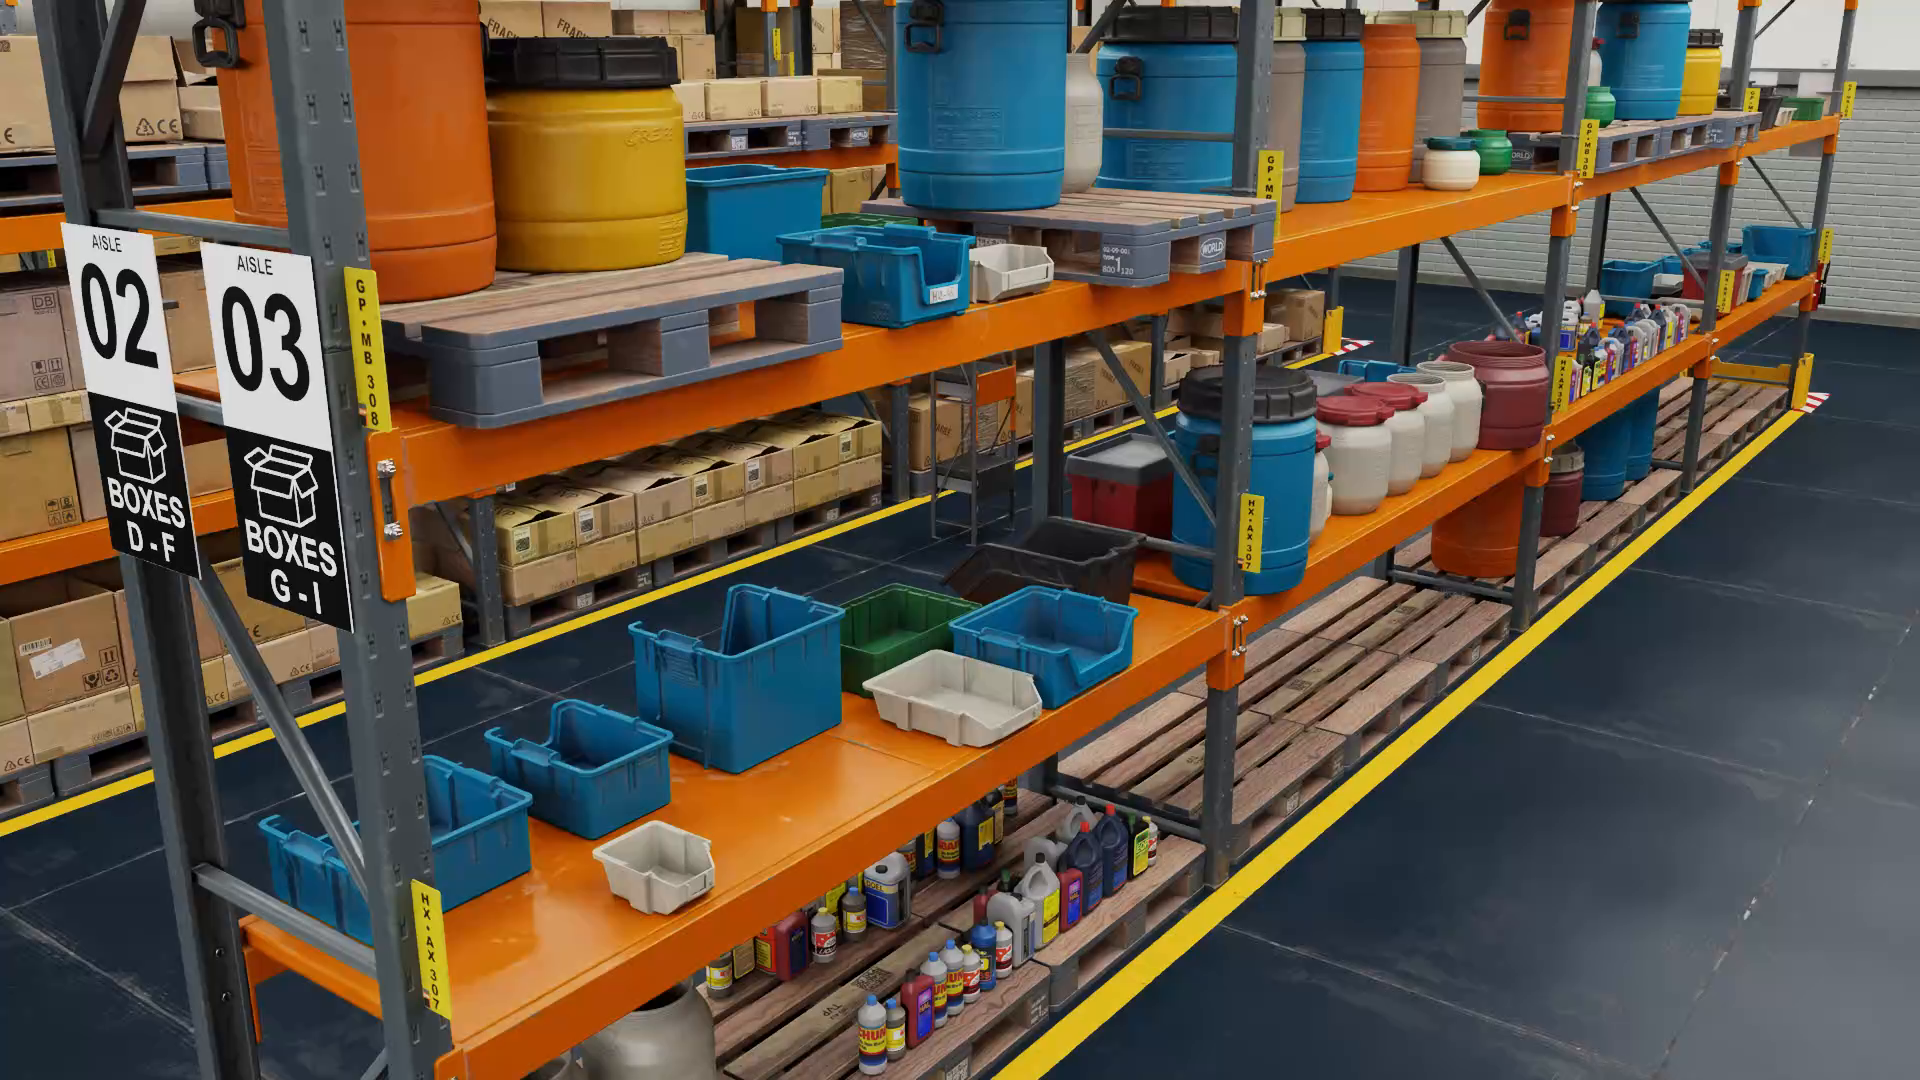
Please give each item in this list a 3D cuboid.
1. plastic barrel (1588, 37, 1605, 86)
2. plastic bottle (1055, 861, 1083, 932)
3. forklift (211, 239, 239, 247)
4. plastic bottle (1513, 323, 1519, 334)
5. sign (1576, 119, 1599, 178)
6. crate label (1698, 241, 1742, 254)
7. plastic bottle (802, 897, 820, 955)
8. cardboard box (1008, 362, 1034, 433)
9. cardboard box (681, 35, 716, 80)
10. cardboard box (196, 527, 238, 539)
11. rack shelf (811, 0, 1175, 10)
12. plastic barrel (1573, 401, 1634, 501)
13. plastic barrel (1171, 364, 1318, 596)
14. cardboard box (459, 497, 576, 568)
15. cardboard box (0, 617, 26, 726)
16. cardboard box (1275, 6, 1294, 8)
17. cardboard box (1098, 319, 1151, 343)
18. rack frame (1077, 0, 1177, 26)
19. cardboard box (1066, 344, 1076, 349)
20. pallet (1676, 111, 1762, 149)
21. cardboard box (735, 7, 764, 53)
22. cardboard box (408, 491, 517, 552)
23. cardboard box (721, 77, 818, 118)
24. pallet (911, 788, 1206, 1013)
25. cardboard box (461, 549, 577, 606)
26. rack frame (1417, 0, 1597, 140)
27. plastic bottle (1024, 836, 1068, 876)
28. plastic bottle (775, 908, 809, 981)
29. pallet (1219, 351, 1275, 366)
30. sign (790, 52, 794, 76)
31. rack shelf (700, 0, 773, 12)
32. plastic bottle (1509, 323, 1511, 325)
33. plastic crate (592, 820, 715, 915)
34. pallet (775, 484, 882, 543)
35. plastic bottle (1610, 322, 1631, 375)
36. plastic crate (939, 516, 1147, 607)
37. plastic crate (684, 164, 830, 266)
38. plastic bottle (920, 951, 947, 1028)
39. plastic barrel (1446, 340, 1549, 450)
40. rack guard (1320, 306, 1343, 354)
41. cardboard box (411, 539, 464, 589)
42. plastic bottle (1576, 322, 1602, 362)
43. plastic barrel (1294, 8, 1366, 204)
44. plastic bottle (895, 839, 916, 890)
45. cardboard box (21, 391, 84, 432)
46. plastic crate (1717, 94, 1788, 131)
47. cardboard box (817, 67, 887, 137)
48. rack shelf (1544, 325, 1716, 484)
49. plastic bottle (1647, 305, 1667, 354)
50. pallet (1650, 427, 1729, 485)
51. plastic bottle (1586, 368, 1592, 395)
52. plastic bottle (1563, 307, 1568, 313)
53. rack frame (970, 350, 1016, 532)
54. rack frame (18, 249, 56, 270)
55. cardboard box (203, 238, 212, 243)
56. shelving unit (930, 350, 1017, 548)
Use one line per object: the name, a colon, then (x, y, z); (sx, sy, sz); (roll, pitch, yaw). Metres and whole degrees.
plastic barrel: (4.074, -3.095, 11.157); (0.433, 0.535, 0.433); (0, 17, 0)
plastic bottle: (0.425, 1.388, 6.555); (0.061, 0.283, 0.133); (14, 22, 38)
forklift: (-4.481, -1.497, 12.121); (1.130, 2.935, 3.031); (9, 19, 27)
plastic bottle: (3.956, -1.401, 11.895); (0.061, 0.283, 0.133); (12, 21, 35)
sign: (3.584, -2.235, 9.502); (0.100, 0.325, 0.005); (12, 21, 35)
crate label: (7.493, -2.802, 16.388); (0.416, 0.233, 0.303); (12, 21, 35)
plastic bottle: (-0.631, 1.445, 6.384); (0.152, 0.276, 0.135); (12, 21, 33)
cardboard box: (0.580, -1.268, 14.742); (0.500, 0.500, 0.500); (12, 21, 33)
cardboard box: (-3.047, -5.152, 17.807); (0.700, 0.500, 0.500); (11, 20, 32)
cardboard box: (-4.344, 0.176, 9.282); (0.500, 0.500, 0.500); (12, 21, 35)
rack shelf: (0.354, -4.631, 13.870); (1.077, 0.370, 4.000); (12, 21, 35)
plastic barrel: (4.762, -0.804, 12.605); (0.600, 0.901, 0.708); (12, 21, 35)
plastic barrel: (1.228, -0.273, 7.220); (0.600, 0.901, 0.708); (12, 21, 35)
cardboard box: (-2.775, -0.081, 10.430); (0.500, 0.311, 0.500); (13, 21, 35)
cardboard box: (-4.810, 0.628, 7.828); (0.500, 0.500, 0.500); (12, 21, 35)
cardboard box: (3.058, -5.320, 17.405); (0.700, 0.500, 0.500); (12, 21, 35)
cardboard box: (1.657, -1.979, 17.032); (0.500, 0.500, 0.500); (12, 21, 35)
rack frame: (1.546, -5.642, 15.238); (1.000, 3.000, 0.127); (12, 21, 35)
cardboard box: (0.753, -1.592, 15.786); (0.500, 0.500, 0.500); (13, 21, 35)
pallet: (5.133, -3.039, 12.233); (1.213, 0.211, 1.003); (12, 21, 35)
cardboard box: (-2.206, -5.826, 19.002); (0.500, 0.500, 0.500); (12, 21, 34)
cardboard box: (-3.210, -0.174, 10.728); (0.500, 0.311, 0.500); (12, 21, 35)
cardboard box: (-1.360, -3.140, 11.783); (0.500, 0.250, 0.500); (13, 22, 36)
pallet: (0.321, 1.489, 7.093); (1.003, 0.211, 1.213); (12, 21, 35)
cardboard box: (-2.782, 0.189, 10.506); (0.500, 0.250, 0.500); (12, 21, 33)
rack frame: (3.138, -3.813, 9.349); (1.000, 3.000, 0.127); (12, 21, 35)
plastic bottle: (0.354, 1.325, 6.769); (0.152, 0.276, 0.135); (12, 21, 35)
plastic bottle: (-0.628, 1.493, 6.216); (0.061, 0.283, 0.133); (12, 21, 35)
pallet: (2.682, -1.900, 18.008); (1.003, 0.211, 1.213); (12, 21, 35)
sign: (-1.272, -3.600, 12.849); (0.100, 0.325, 0.005); (12, 21, 35)
rack shelf: (-3.626, -5.505, 16.686); (1.077, 0.370, 4.000); (12, 21, 35)
plastic bottle: (3.907, -1.412, 11.930); (0.061, 0.283, 0.133); (12, 21, 35)
plastic crate: (-0.837, 0.927, 4.645); (0.298, 0.136, 0.250); (12, 21, 35)
pallet: (-1.359, -0.303, 12.865); (1.003, 0.211, 1.213); (12, 21, 35)
plastic bottle: (4.580, -1.338, 11.578); (0.144, 0.351, 0.185); (12, 21, 35)
plastic crate: (0.341, 0.137, 6.851); (0.767, 0.338, 0.504); (12, 21, 35)
plastic crate: (-0.734, -0.975, 5.294); (0.392, 0.384, 0.575); (12, 21, 35)
plastic bottle: (-0.094, 1.592, 5.918); (0.097, 0.271, 0.097); (0, 17, 0)
plastic barrel: (3.105, -0.849, 9.690); (0.600, 0.536, 0.708); (12, 21, 35)
rack guard: (3.884, -2.518, 19.508); (1.175, 0.500, 0.348); (12, 21, 35)
cardboard box: (-3.207, 0.091, 10.821); (0.500, 0.250, 0.500); (12, 21, 34)
plastic bottle: (4.378, -1.333, 11.561); (0.144, 0.351, 0.185); (12, 21, 35)
plastic barrel: (1.663, -2.138, 8.168); (0.600, 0.901, 0.708); (12, 21, 35)
plastic bottle: (-0.229, 1.303, 6.848); (0.097, 0.271, 0.097); (0, 17, 0)
cardboard box: (-4.432, -0.639, 7.981); (0.380, 0.149, 0.250); (12, 21, 34)
plastic crate: (6.482, -3.518, 13.678); (0.497, 0.269, 0.590); (12, 21, 35)
cardboard box: (-0.605, -3.414, 12.954); (0.910, 0.500, 0.500); (12, 21, 35)
rack shelf: (4.330, -1.081, 11.879); (1.077, 0.370, 4.000); (12, 21, 35)
plastic bottle: (5.127, -1.556, 12.281); (0.144, 0.351, 0.185); (12, 21, 35)
pallet: (5.929, -0.751, 14.306); (1.003, 0.211, 1.213); (12, 21, 35)
plastic bottle: (4.102, -1.064, 10.947); (0.097, 0.201, 0.097); (0, 17, 0)
plastic bottle: (4.631, -1.686, 12.833); (0.097, 0.271, 0.097); (0, 17, 0)
rack frame: (0.244, -1.100, 12.246); (0.400, 2.100, 0.015); (12, 21, 35)
rack frame: (-7.201, -1.746, 12.808); (1.000, 3.000, 0.127); (12, 21, 35)
cardboard box: (-6.165, -2.413, 14.046); (0.700, 0.500, 0.500); (16, 24, 42)
shelving unit: (0.099, -1.042, 12.059); (0.431, 2.100, 0.503); (12, 21, 35)
